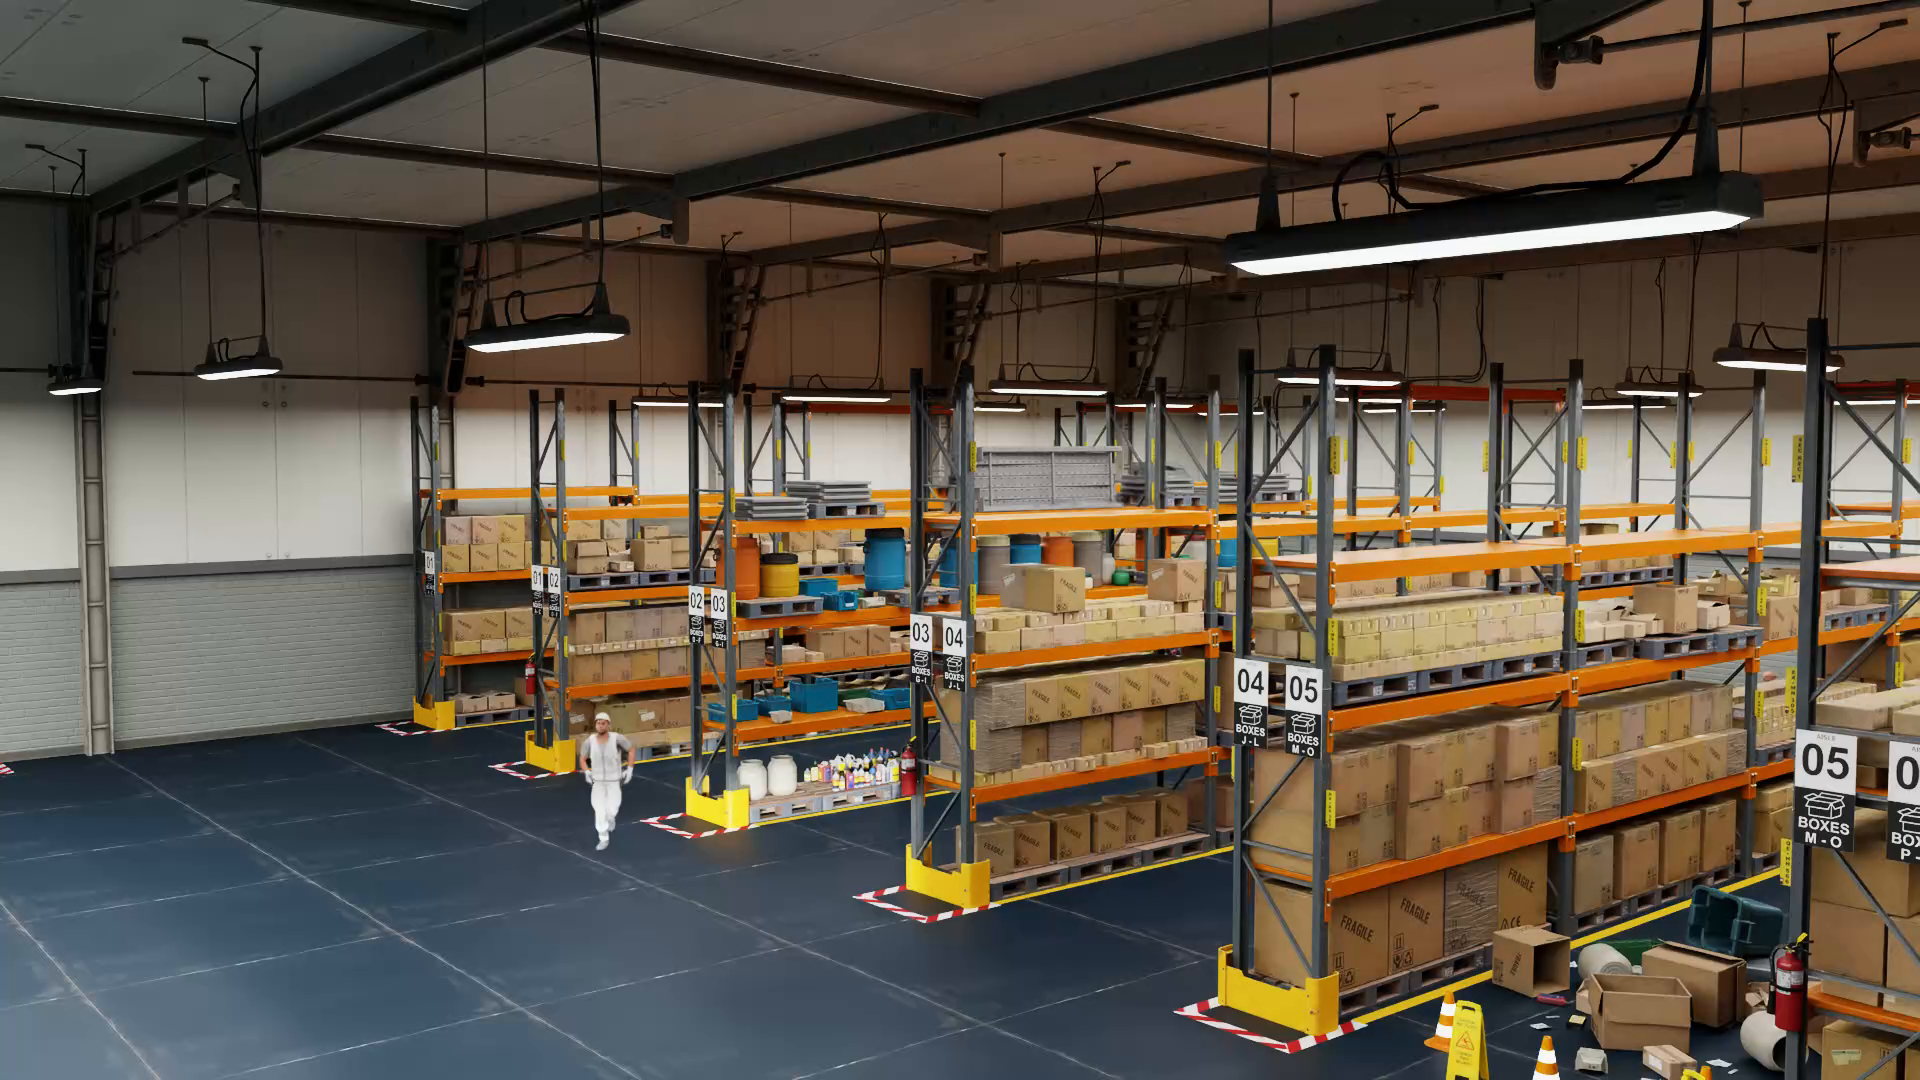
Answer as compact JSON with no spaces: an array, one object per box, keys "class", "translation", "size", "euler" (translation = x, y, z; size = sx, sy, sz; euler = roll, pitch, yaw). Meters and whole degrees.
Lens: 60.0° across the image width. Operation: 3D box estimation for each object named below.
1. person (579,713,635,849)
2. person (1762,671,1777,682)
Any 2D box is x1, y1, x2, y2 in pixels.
[{"class":"person","translation":[-4.493,3.054,21.140],"size":[0.696,1.744,0.665],"euler":[0,3,-5]},{"class":"person","translation":[12.204,2.838,24.973],"size":[0.886,1.752,0.660],"euler":[-2,4,-33]}]
